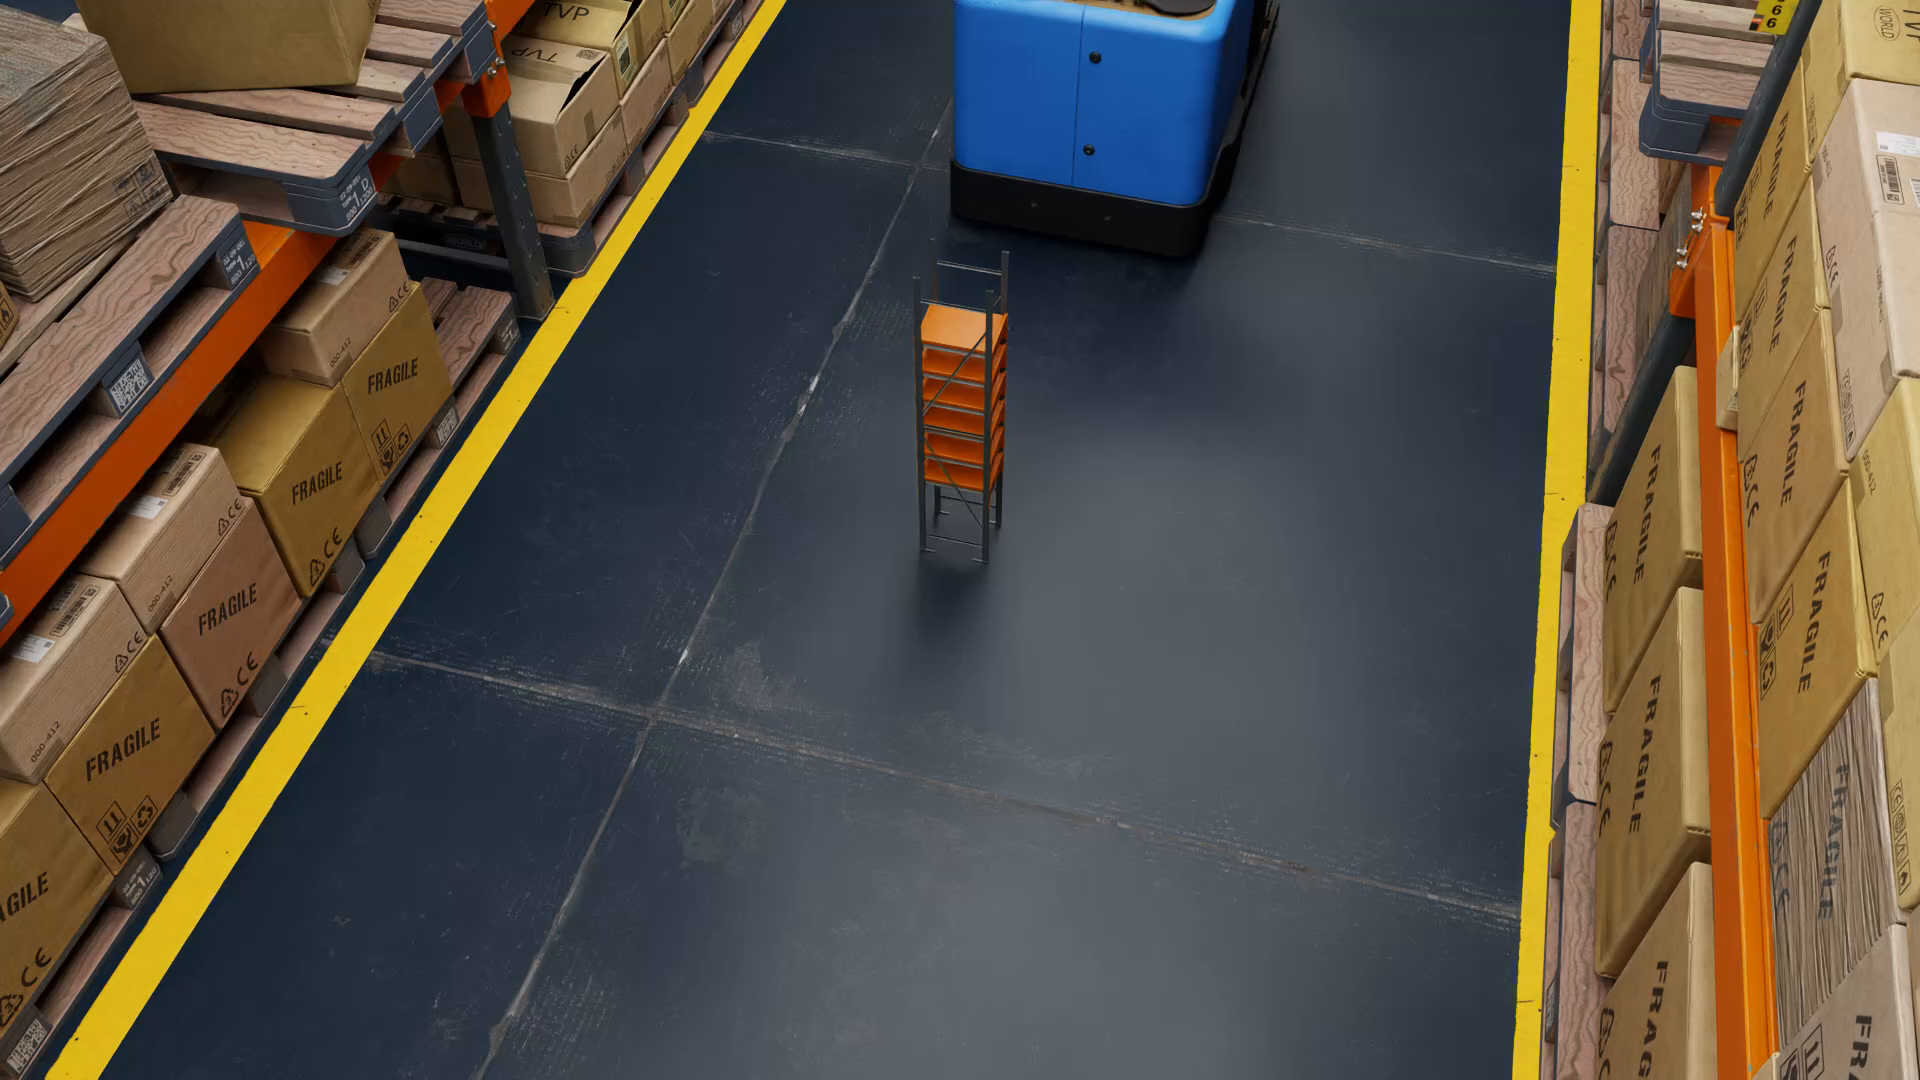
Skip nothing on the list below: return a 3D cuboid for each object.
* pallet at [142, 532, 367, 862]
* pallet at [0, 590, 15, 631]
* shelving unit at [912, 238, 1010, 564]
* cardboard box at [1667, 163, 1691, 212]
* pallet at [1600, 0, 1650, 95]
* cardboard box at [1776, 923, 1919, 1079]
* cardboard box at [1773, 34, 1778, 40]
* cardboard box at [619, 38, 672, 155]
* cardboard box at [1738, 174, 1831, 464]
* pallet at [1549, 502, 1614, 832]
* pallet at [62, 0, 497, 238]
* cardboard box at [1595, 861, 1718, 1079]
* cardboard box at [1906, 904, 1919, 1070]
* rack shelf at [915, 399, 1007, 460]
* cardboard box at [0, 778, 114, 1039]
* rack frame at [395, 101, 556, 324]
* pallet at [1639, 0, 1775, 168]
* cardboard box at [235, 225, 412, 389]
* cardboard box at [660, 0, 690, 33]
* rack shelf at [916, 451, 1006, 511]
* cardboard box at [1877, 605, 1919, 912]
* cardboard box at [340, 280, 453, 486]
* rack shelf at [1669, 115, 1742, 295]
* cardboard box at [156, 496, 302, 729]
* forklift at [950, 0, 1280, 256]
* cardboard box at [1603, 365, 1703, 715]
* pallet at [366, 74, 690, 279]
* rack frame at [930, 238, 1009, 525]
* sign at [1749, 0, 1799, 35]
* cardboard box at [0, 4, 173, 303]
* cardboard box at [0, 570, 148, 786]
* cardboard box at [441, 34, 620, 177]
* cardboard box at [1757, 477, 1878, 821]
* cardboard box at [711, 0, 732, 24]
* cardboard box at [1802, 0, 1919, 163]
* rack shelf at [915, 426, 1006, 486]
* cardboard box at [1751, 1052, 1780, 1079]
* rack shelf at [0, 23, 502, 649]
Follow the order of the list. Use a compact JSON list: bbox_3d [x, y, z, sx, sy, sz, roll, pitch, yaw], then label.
[{"bbox_3d":[-2.651,0.353,5.298,1.003,0.211,1.213,12,50,10],"label":"pallet"},{"bbox_3d":[-2.832,0.418,3.508,1.003,0.211,1.213,12,50,10],"label":"pallet"},{"bbox_3d":[0.004,-0.408,5.309,0.258,1.200,0.189,12,50,10],"label":"shelving unit"},{"bbox_3d":[3.072,-1.206,6.188,0.700,0.500,0.500,11,50,10],"label":"cardboard box"},{"bbox_3d":[3.534,-2.414,7.740,1.003,0.211,1.213,12,50,10],"label":"pallet"},{"bbox_3d":[1.635,0.993,2.594,0.500,0.500,0.500,12,50,10],"label":"cardboard box"},{"bbox_3d":[2.799,-1.528,4.738,0.700,0.500,0.500,6,49,6],"label":"cardboard box"},{"bbox_3d":[-1.542,-1.896,6.976,0.500,0.250,0.500,10,49,9],"label":"cardboard box"},{"bbox_3d":[2.164,-0.467,3.883,0.500,0.500,0.500,13,50,11],"label":"cardboard box"},{"bbox_3d":[2.405,0.471,5.194,1.003,0.211,1.213,12,50,10],"label":"pallet"},{"bbox_3d":[-2.206,-1.414,5.126,1.213,0.211,1.003,12,50,10],"label":"pallet"},{"bbox_3d":[1.909,1.319,3.739,0.750,0.750,0.750,13,50,11],"label":"cardboard box"},{"bbox_3d":[1.652,0.744,2.314,0.500,0.250,0.500,13,50,11],"label":"cardboard box"},{"bbox_3d":[0.004,-0.378,5.343,0.258,0.103,0.180,12,50,10],"label":"rack shelf"},{"bbox_3d":[-2.656,0.903,4.326,0.500,0.500,0.500,12,50,11],"label":"cardboard box"},{"bbox_3d":[-2.095,-1.982,5.499,1.000,3.000,0.127,12,50,10],"label":"rack frame"},{"bbox_3d":[2.770,-1.480,5.184,1.213,0.211,1.003,12,50,10],"label":"pallet"},{"bbox_3d":[-2.125,-0.784,5.315,0.500,0.250,0.500,13,50,11],"label":"cardboard box"},{"bbox_3d":[-1.407,-2.468,7.107,0.500,0.311,0.500,10,49,9],"label":"cardboard box"},{"bbox_3d":[0.004,-0.219,5.523,0.258,0.103,0.180,12,50,10],"label":"rack shelf"},{"bbox_3d":[1.787,0.375,2.640,0.500,0.250,0.500,12,50,11],"label":"cardboard box"},{"bbox_3d":[-2.115,-0.578,5.633,0.500,0.500,0.500,13,50,12],"label":"cardboard box"},{"bbox_3d":[3.212,-2.216,6.185,1.077,0.370,4.000,12,50,10],"label":"rack shelf"},{"bbox_3d":[-2.383,0.178,4.966,0.500,0.500,0.500,10,49,9],"label":"cardboard box"},{"bbox_3d":[0.864,-3.239,6.654,1.130,2.935,3.031,12,50,11],"label":"forklift"},{"bbox_3d":[2.365,0.071,4.840,0.750,0.750,0.750,11,49,10],"label":"cardboard box"},{"bbox_3d":[-1.841,-1.647,7.063,1.003,0.211,1.213,12,50,10],"label":"pallet"},{"bbox_3d":[0.028,-0.474,5.368,0.240,1.200,0.006,12,50,10],"label":"rack frame"},{"bbox_3d":[2.159,-1.464,4.322,0.100,0.325,0.005,12,50,10],"label":"sign"},{"bbox_3d":[-2.577,-1.052,4.331,0.700,0.500,0.500,20,52,17],"label":"cardboard box"},{"bbox_3d":[-2.522,0.320,4.341,0.500,0.250,0.500,12,50,10],"label":"cardboard box"},{"bbox_3d":[-1.674,-1.717,6.445,0.500,0.311,0.500,13,50,11],"label":"cardboard box"},{"bbox_3d":[1.902,0.269,3.233,0.500,0.500,0.500,13,50,11],"label":"cardboard box"},{"bbox_3d":[-1.276,-2.644,7.636,0.500,0.250,0.500,12,50,11],"label":"cardboard box"},{"bbox_3d":[2.309,-1.095,3.937,0.500,0.250,0.500,13,50,11],"label":"cardboard box"},{"bbox_3d":[0.004,-0.299,5.433,0.258,0.103,0.180,12,50,10],"label":"rack shelf"},{"bbox_3d":[1.616,1.094,2.938,0.380,0.149,0.250,12,50,10],"label":"cardboard box"},{"bbox_3d":[-2.621,-0.297,4.492,1.077,0.370,4.000,12,50,10],"label":"rack shelf"}]
